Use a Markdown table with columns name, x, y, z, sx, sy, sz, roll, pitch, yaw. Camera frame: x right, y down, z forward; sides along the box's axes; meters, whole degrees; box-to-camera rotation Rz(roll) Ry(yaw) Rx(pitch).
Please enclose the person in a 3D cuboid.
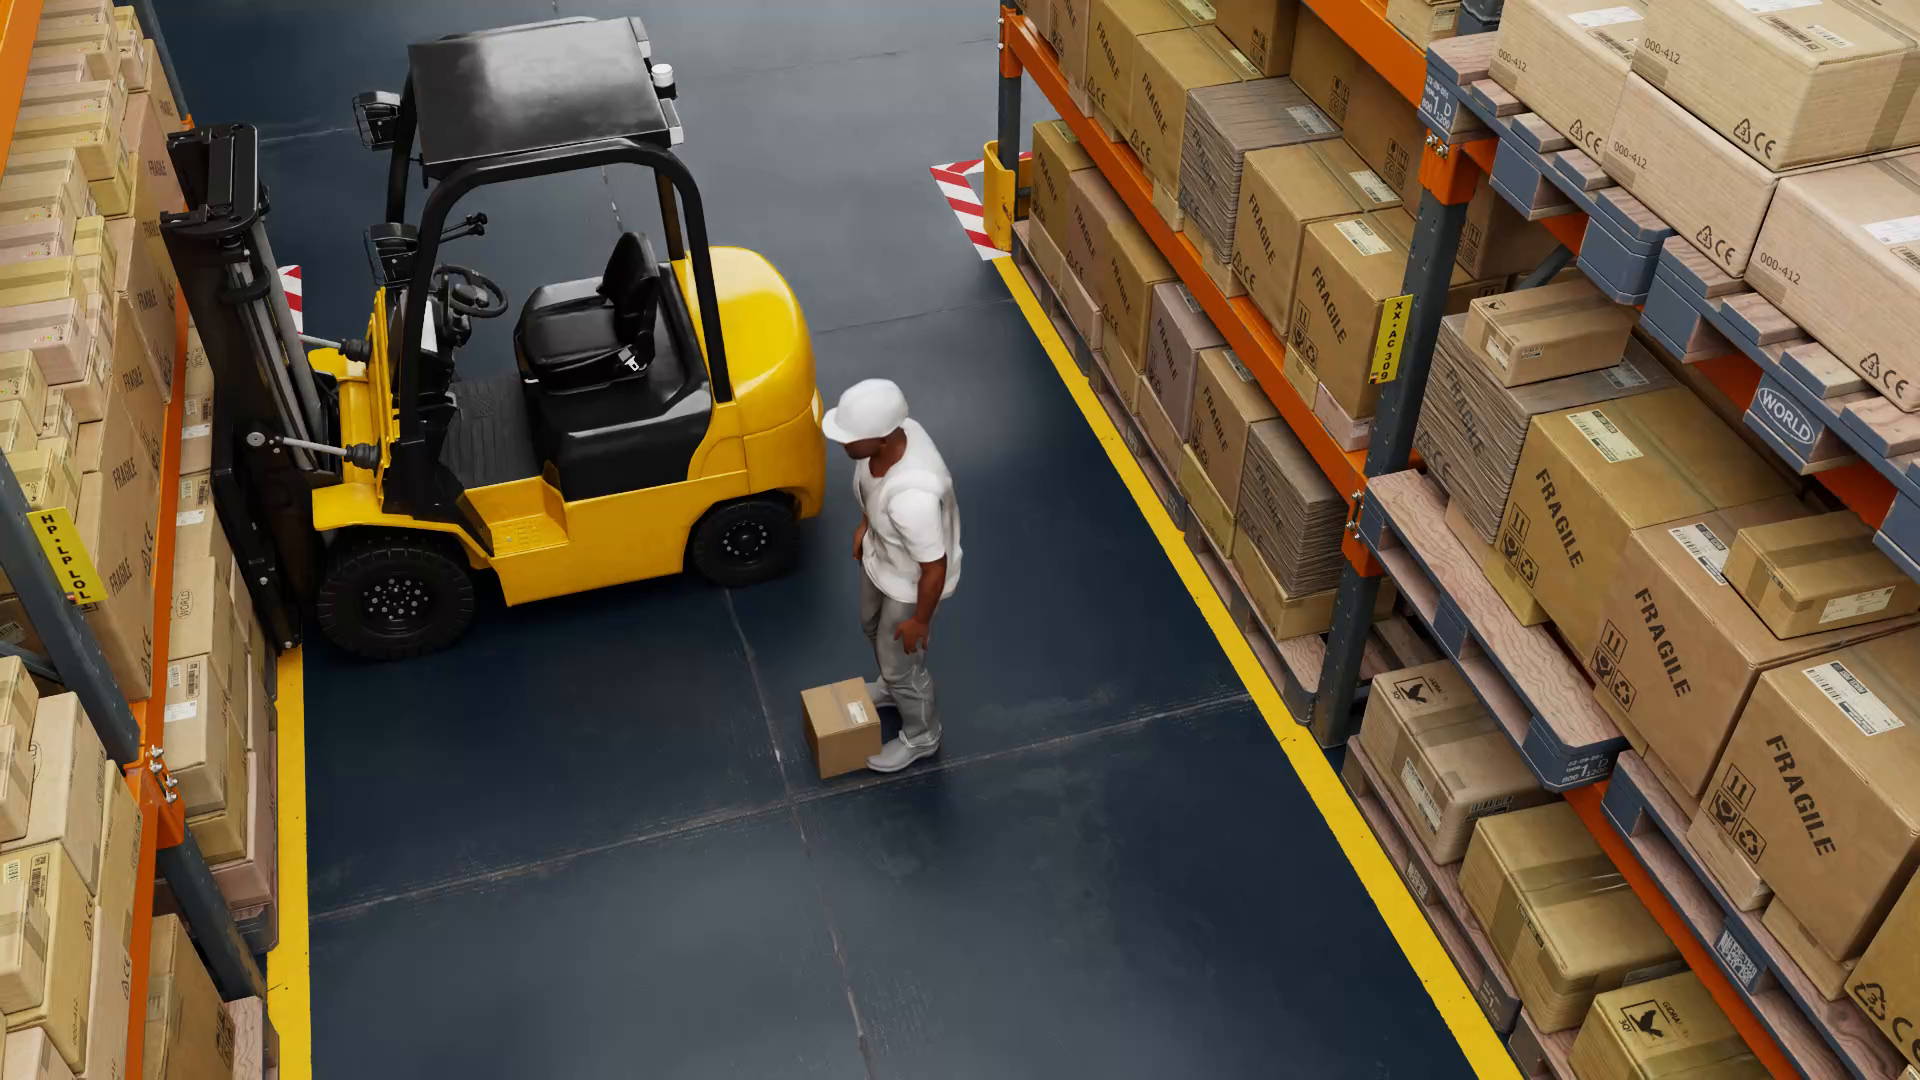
| name | x | y | z | sx | sy | sz | roll | pitch | yaw |
| --- | --- | --- | --- | --- | --- | --- | --- | --- | --- |
| person | -0.240 | 0.117 | 6.017 | 0.461 | 1.759 | 0.621 | -14 | 44 | -15 |
